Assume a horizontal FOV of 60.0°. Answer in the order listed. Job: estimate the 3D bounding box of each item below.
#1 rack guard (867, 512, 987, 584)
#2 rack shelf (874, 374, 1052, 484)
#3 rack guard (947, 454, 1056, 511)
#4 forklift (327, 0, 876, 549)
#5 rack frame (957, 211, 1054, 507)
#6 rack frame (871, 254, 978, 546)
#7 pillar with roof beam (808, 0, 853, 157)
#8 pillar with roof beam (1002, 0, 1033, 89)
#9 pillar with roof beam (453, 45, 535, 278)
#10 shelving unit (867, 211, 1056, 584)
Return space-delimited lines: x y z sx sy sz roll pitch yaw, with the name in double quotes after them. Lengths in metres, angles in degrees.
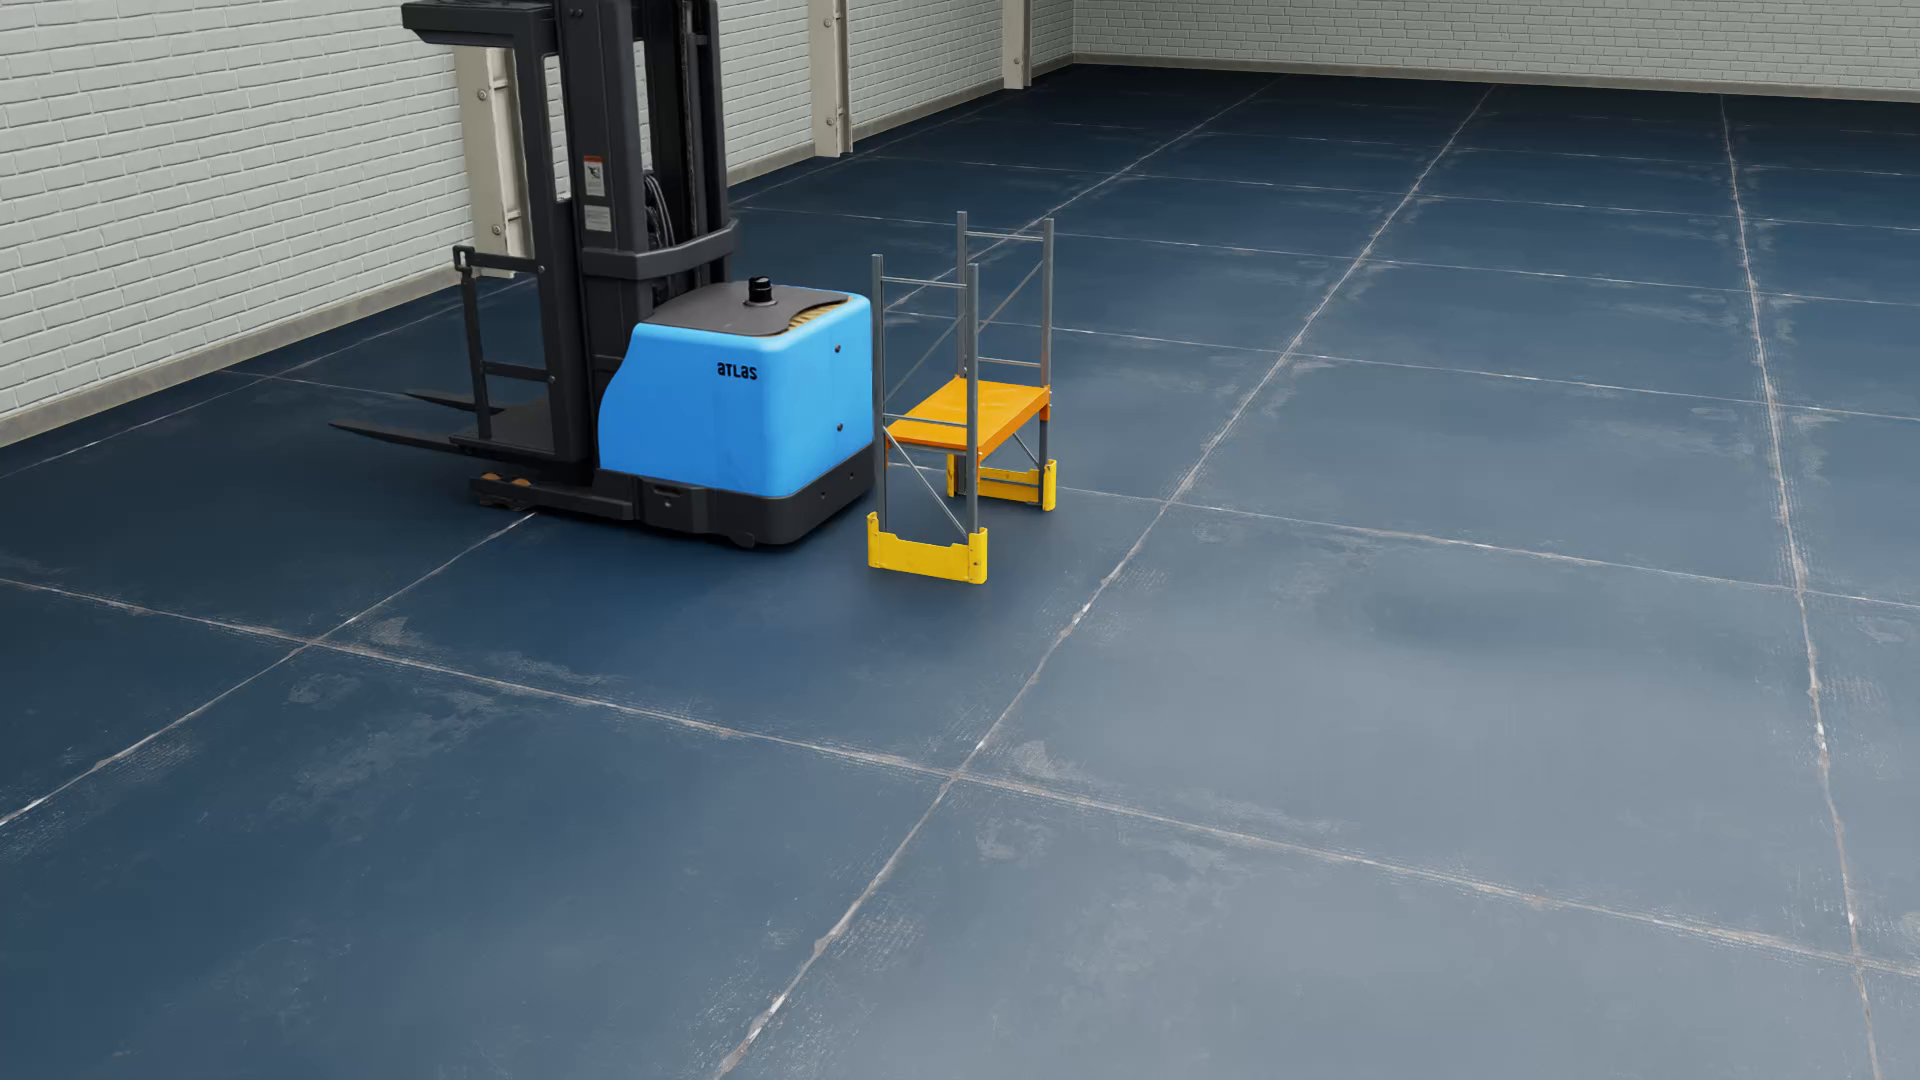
-0.157 0.036 7.840 0.587 0.250 0.087 9 24 20 "rack guard"
0.032 -0.557 8.103 0.538 0.185 1.000 9 24 20 "rack shelf"
0.213 -0.321 8.694 0.587 0.250 0.087 9 24 20 "rack guard"
-1.997 -1.674 8.455 3.031 2.935 1.130 10 25 22 "forklift"
0.221 -0.904 8.470 0.500 1.500 0.032 9 24 20 "rack frame"
-0.157 -0.541 7.599 0.500 1.500 0.032 9 24 20 "rack frame"
2.575 -7.859 15.389 9.100 9.000 0.400 9 24 20 "pillar with roof beam"
4.804 -10.006 20.529 9.100 9.000 0.400 9 24 20 "pillar with roof beam"
0.346 -5.712 10.249 9.100 9.000 0.400 9 24 20 "pillar with roof beam"
0.028 -0.719 8.026 0.587 1.500 1.083 9 24 20 "shelving unit"
